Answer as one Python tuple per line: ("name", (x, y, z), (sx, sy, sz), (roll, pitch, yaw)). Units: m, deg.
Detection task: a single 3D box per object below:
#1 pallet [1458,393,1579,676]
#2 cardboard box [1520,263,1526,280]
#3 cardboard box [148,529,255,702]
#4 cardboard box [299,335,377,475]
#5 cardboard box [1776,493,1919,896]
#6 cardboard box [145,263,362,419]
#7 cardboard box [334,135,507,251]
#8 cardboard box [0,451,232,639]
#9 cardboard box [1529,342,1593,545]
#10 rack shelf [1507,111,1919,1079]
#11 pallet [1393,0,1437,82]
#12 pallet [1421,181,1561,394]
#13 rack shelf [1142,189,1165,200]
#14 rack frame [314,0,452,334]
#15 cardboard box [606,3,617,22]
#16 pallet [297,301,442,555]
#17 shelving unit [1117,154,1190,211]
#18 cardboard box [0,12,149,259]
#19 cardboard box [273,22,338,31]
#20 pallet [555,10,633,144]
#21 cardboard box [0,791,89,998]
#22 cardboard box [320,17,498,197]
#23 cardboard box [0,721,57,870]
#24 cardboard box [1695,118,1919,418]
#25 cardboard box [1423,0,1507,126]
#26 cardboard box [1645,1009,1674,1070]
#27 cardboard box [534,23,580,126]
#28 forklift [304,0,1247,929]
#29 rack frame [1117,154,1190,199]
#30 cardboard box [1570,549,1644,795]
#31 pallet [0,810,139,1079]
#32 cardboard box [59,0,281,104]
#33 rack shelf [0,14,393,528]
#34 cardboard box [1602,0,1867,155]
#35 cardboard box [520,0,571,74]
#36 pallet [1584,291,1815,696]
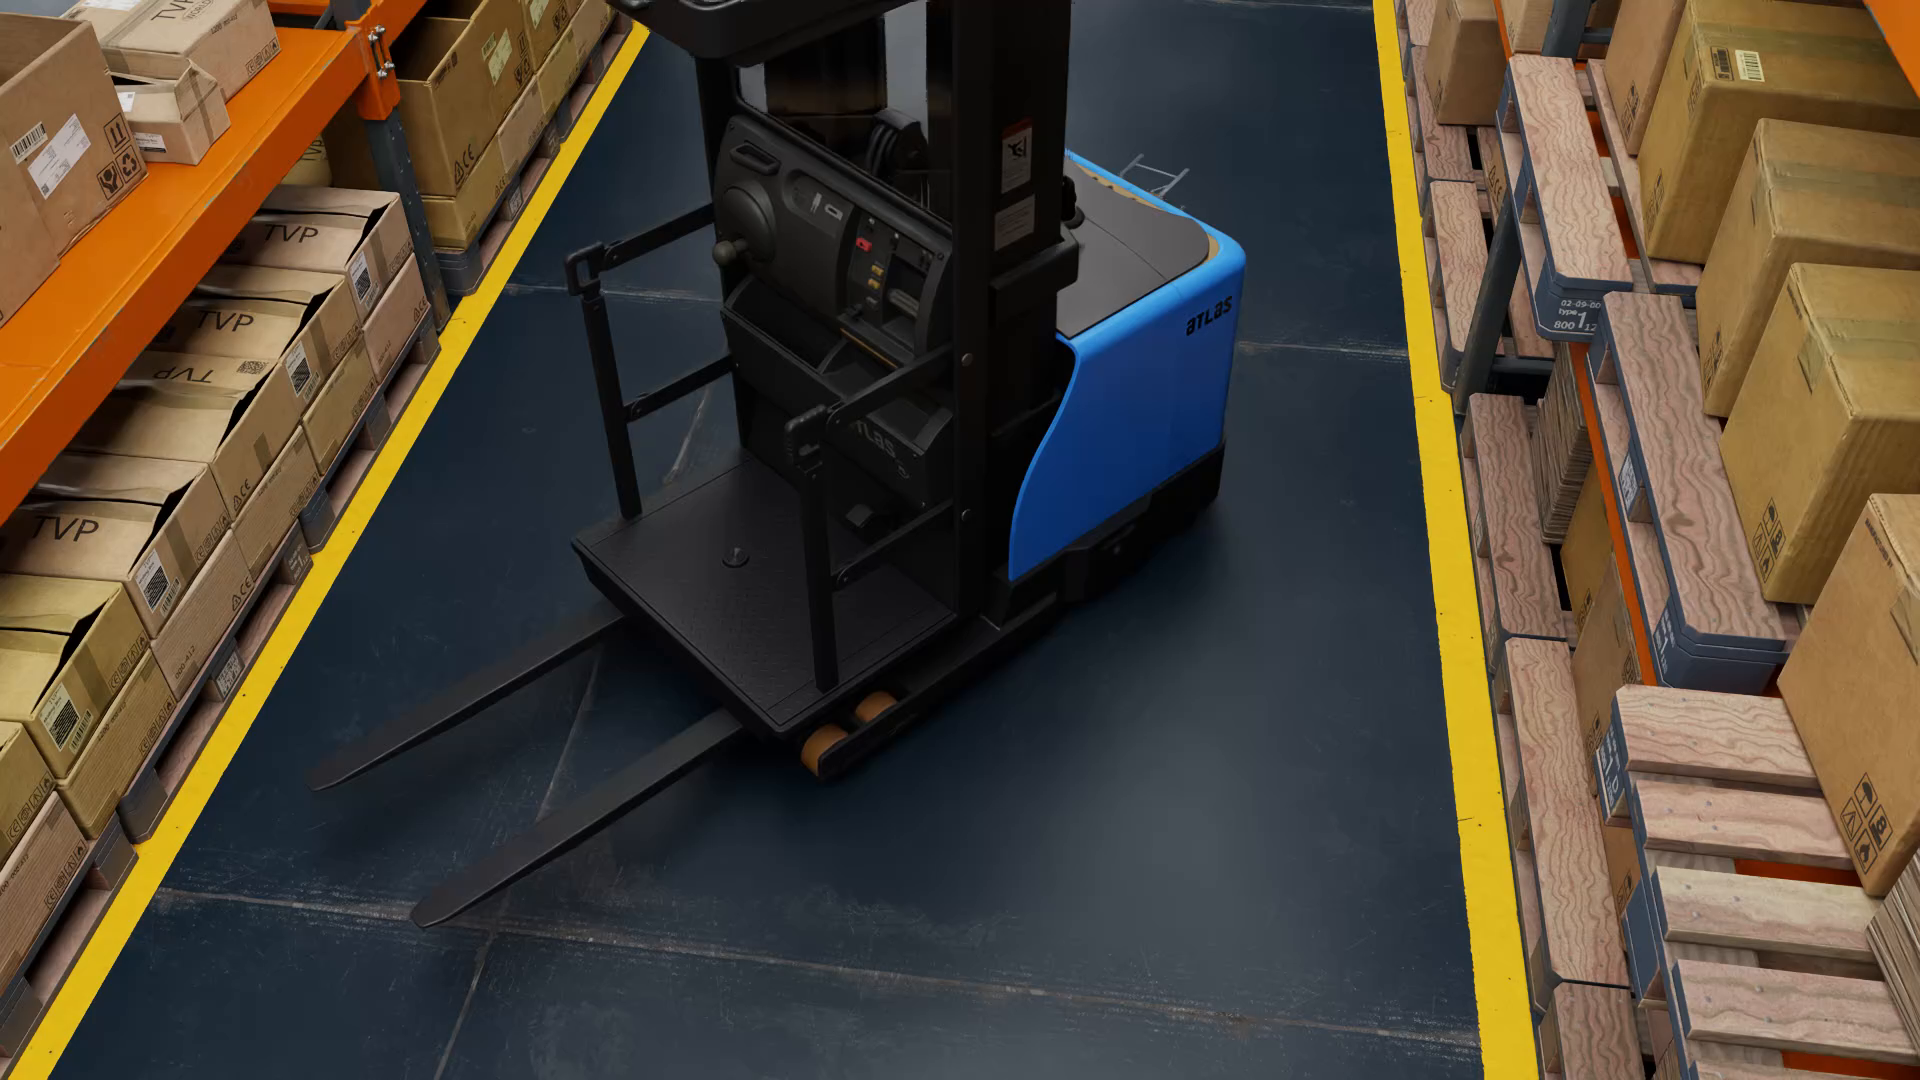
("pallet", (2.257, -0.006, 5.603), (1.003, 0.211, 1.213), (5, 44, 6))
("cardboard box", (2.400, -1.048, 6.415), (0.380, 0.166, 0.250), (0, 43, 0))
("cardboard box", (-2.524, 0.198, 5.054), (0.500, 0.250, 0.500), (6, 44, 6))
("cardboard box", (-2.388, -0.497, 5.788), (0.500, 0.250, 0.500), (5, 44, 5))
("cardboard box", (1.929, 0.276, 2.884), (0.700, 0.500, 0.500), (1, 43, 2))
("cardboard box", (-2.384, -0.697, 5.591), (0.500, 0.311, 0.500), (6, 44, 7))
("cardboard box", (-2.190, -1.440, 6.783), (0.500, 0.250, 0.500), (5, 44, 6))
("cardboard box", (-2.522, -0.015, 4.871), (0.500, 0.311, 0.500), (5, 44, 5))
("cardboard box", (2.278, -0.298, 5.381), (0.700, 0.500, 0.500), (7, 44, 7))
("rack shelf", (2.094, 0.075, 4.012), (1.077, 0.370, 4.000), (5, 44, 6))
("pallet", (2.735, -2.661, 8.406), (1.003, 0.211, 1.213), (5, 44, 6))
("pallet", (2.412, -0.998, 6.650), (1.003, 0.211, 1.213), (5, 44, 6))
("rack shelf", (0.735, -1.407, 7.095), (0.258, 0.180, 0.103), (24, 48, 23))
("rack frame", (-2.552, -1.997, 5.677), (1.000, 3.000, 0.127), (5, 44, 6))
("cardboard box", (-1.920, -2.802, 8.222), (0.500, 0.250, 0.500), (5, 44, 6))
("pallet", (-2.611, -0.479, 6.102), (1.003, 0.211, 1.213), (5, 44, 6))
("shelving unit", (0.565, -1.224, 6.901), (0.258, 0.189, 1.200), (24, 48, 23))
("cardboard box", (-2.739, -1.152, 4.713), (0.500, 0.500, 0.500), (8, 44, 9))
("cardboard box", (-2.630, -2.099, 6.934), (0.500, 0.500, 0.500), (5, 44, 6))
("pallet", (-2.246, -2.356, 8.085), (1.003, 0.211, 1.213), (5, 44, 6))
("cardboard box", (-2.655, 0.902, 4.310), (0.500, 0.250, 0.500), (4, 44, 4))
("cardboard box", (-2.180, -1.711, 6.524), (0.500, 0.500, 0.500), (5, 44, 6))
("cardboard box", (-2.659, 0.682, 4.134), (0.500, 0.311, 0.500), (4, 44, 4))
("cardboard box", (2.121, -0.570, 3.777), (0.700, 0.500, 0.500), (11, 45, 11))
("cardboard box", (2.485, -2.180, 7.369), (0.700, 0.500, 0.500), (3, 44, 3))
("cardboard box", (2.057, 1.089, 3.916), (0.700, 0.500, 0.500), (5, 44, 5))
("cardboard box", (-2.048, -2.120, 7.502), (0.500, 0.250, 0.500), (5, 44, 6))
("forklift", (-0.519, -0.757, 4.418), (3.031, 2.935, 1.130), (-32, 52, -29))
("rack frame", (0.565, -1.290, 6.839), (0.240, 0.006, 1.200), (24, 48, 23))
("cardboard box", (2.152, 0.403, 4.641), (0.700, 0.500, 0.500), (6, 44, 6))
("pallet", (-2.933, 1.184, 4.346), (1.003, 0.211, 1.213), (5, 44, 6))
("cardboard box", (-2.574, -1.603, 5.370), (0.500, 0.250, 0.500), (8, 44, 8))
("rack shelf", (-2.816, -0.373, 4.485), (1.077, 0.370, 4.000), (5, 44, 6))
("cardboard box", (2.258, -1.402, 4.656), (0.700, 0.500, 0.500), (5, 44, 6))
("cardboard box", (-2.048, -2.392, 7.244), (0.500, 0.500, 0.500), (5, 44, 6))
("pallet", (2.051, -0.106, 3.820), (1.003, 0.211, 1.213), (5, 44, 6))
